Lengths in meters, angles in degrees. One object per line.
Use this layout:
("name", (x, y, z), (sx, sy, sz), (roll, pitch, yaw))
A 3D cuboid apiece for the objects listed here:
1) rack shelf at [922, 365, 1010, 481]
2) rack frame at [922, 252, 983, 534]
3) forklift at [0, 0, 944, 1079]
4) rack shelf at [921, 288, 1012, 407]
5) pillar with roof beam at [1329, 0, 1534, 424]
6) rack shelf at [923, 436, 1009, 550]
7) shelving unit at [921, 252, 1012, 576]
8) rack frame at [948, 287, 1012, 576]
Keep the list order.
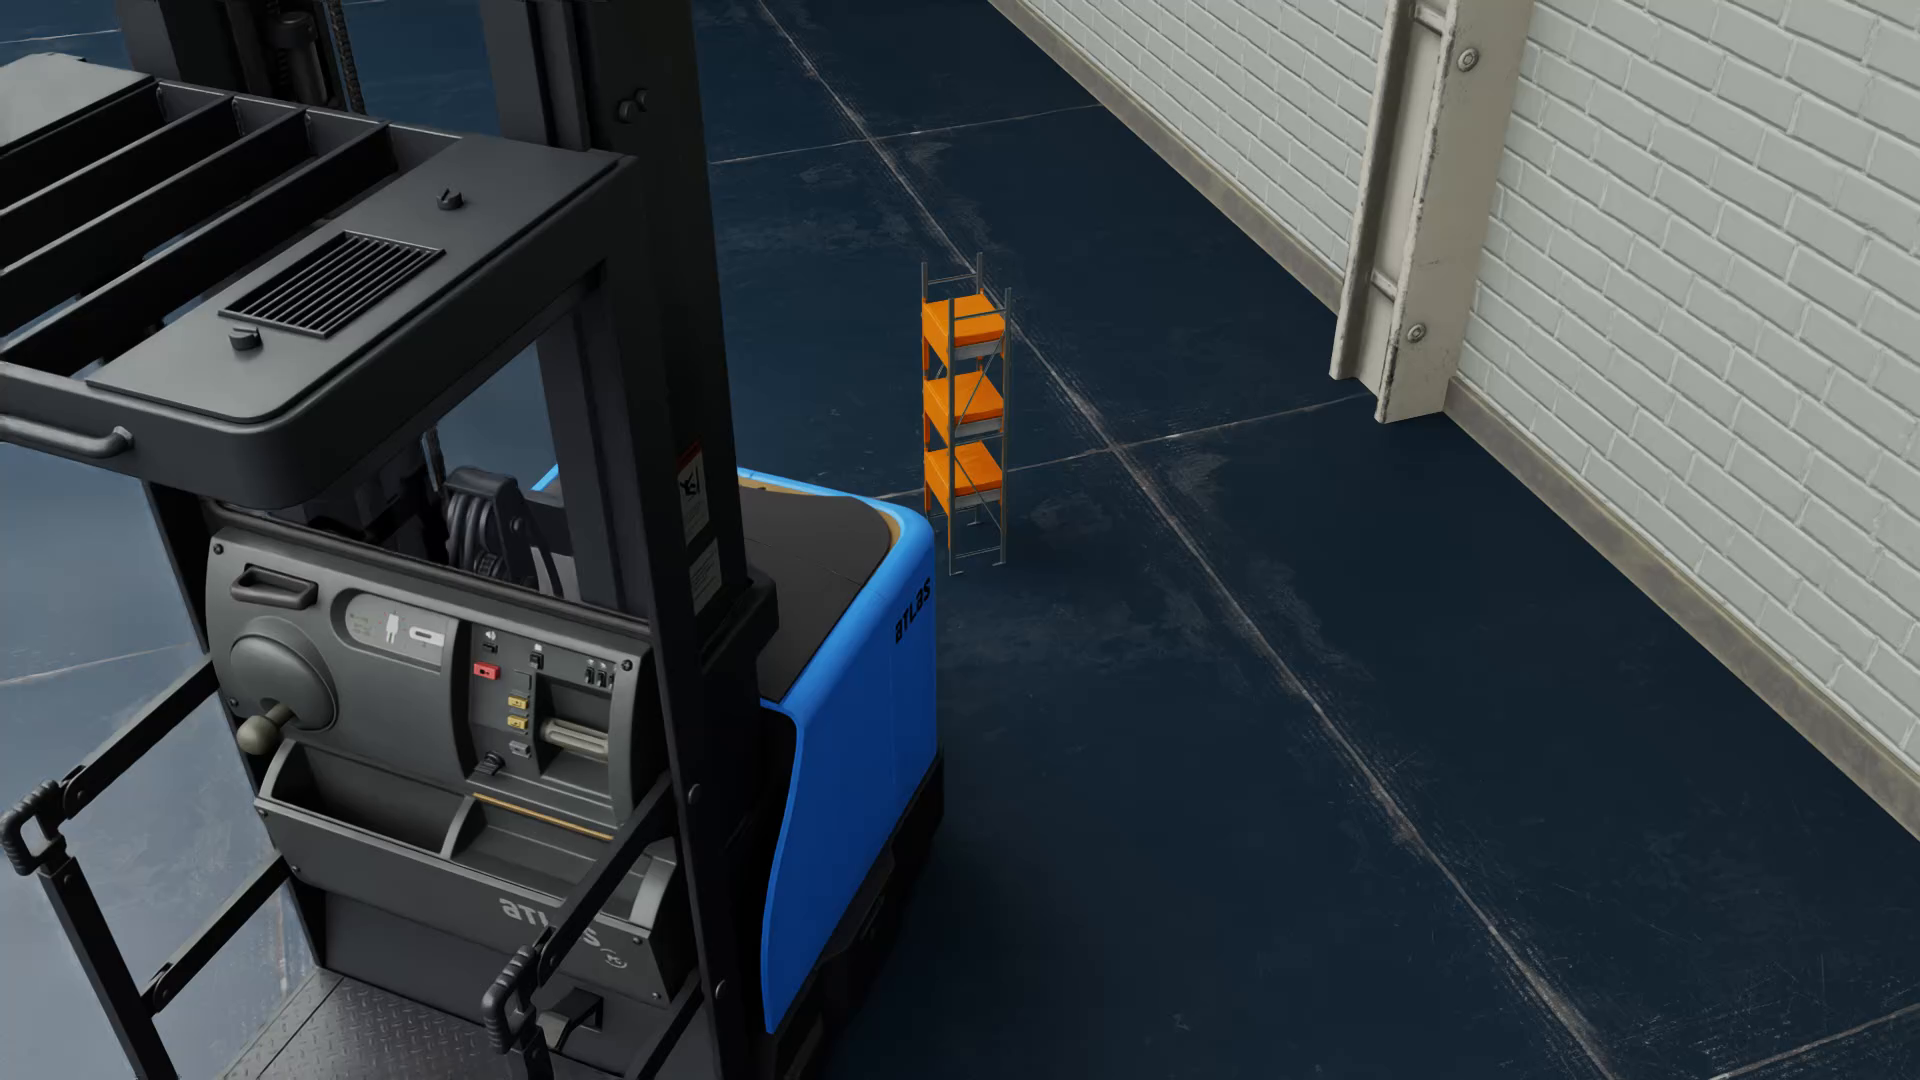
("rack shelf", (0.018, -0.381, 5.400), (0.215, 0.259, 0.240), (-12, 39, -16))
("rack frame", (-0.024, -0.458, 5.485), (0.200, 1.050, 0.008), (-12, 39, -16))
("forklift", (-1.066, 0.333, 2.872), (1.130, 2.935, 3.031), (14, 39, 17))
("rack shelf", (0.018, -0.607, 5.230), (0.215, 0.259, 0.240), (-12, 39, -16))
("pillar with roof beam", (-2.360, -3.289, 2.637), (9.100, 9.000, 0.400), (-12, 39, -16))
("rack shelf", (0.018, -0.159, 5.568), (0.215, 0.259, 0.240), (-12, 39, -16))
("shelving unit", (0.018, -0.389, 5.394), (0.215, 1.050, 0.252), (-12, 39, -16))
("rack frame", (0.060, -0.320, 5.302), (0.200, 1.050, 0.008), (-12, 39, -16))
